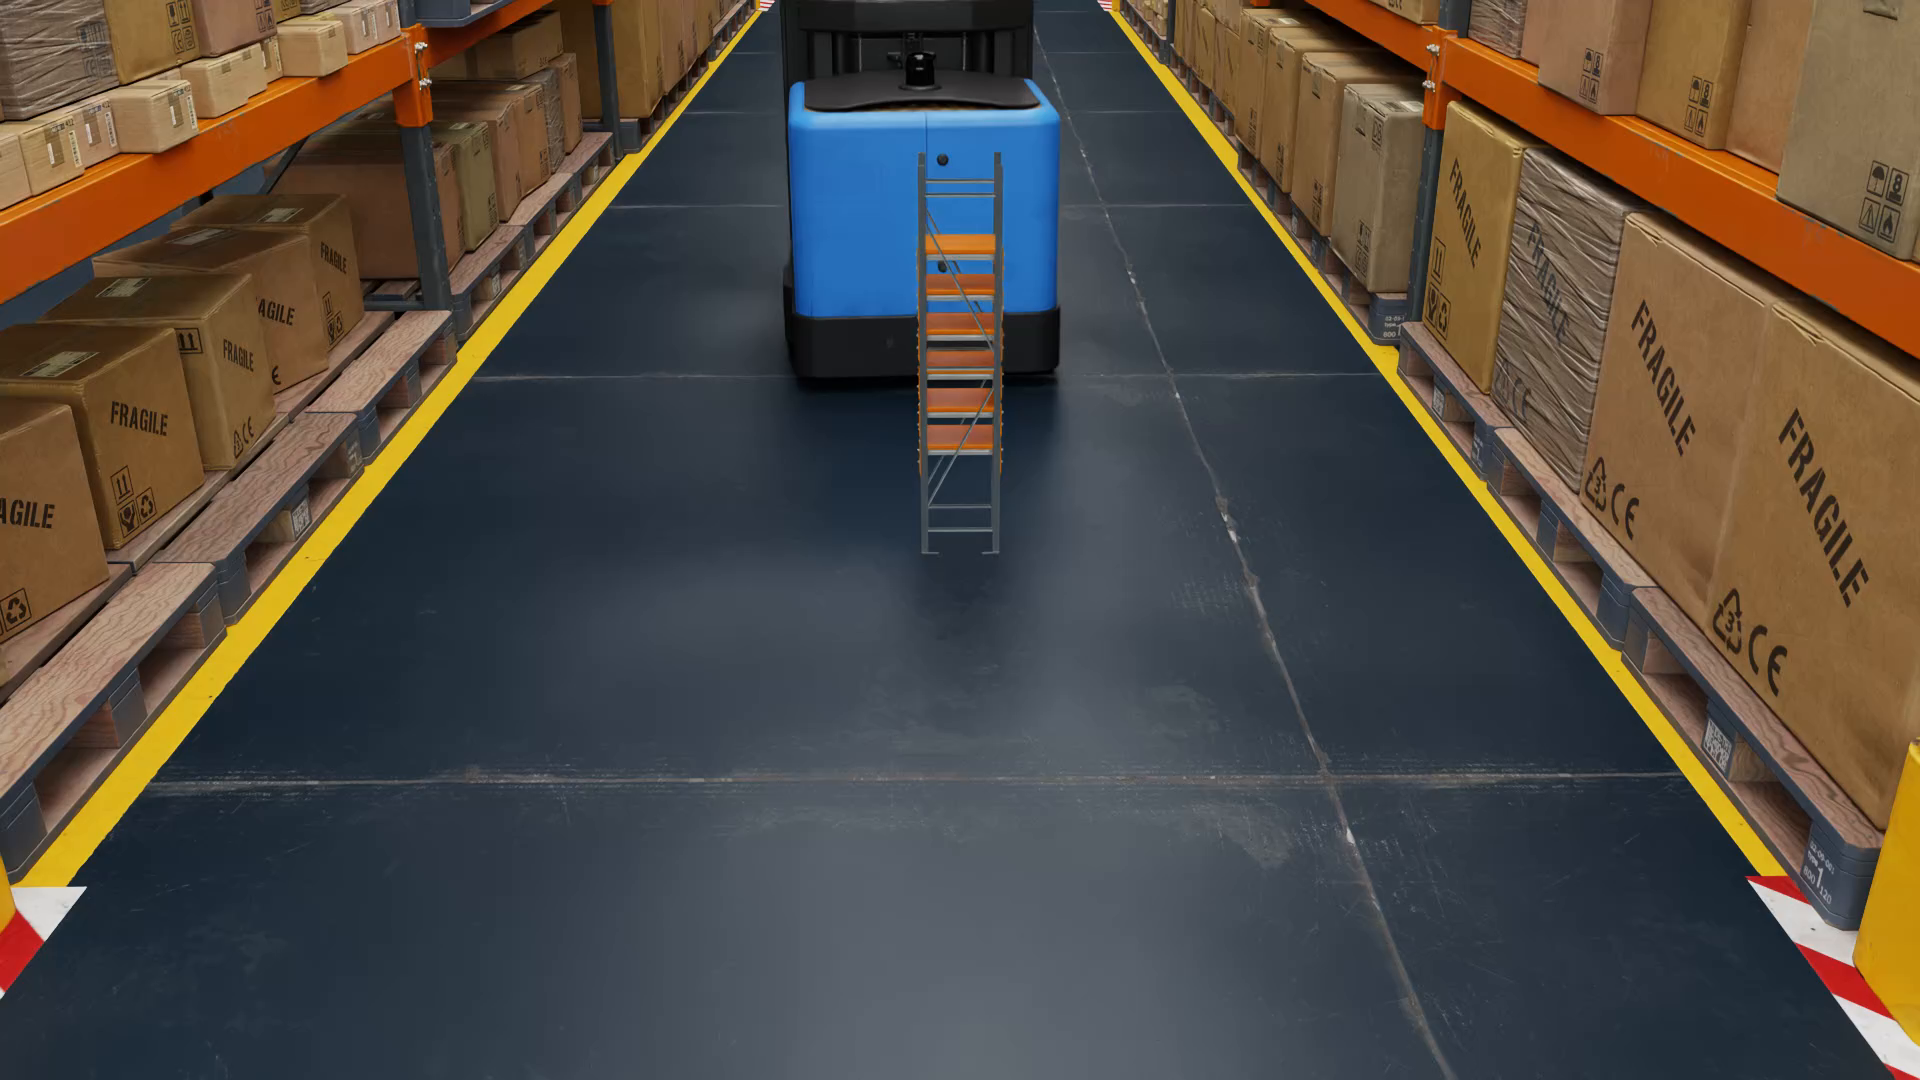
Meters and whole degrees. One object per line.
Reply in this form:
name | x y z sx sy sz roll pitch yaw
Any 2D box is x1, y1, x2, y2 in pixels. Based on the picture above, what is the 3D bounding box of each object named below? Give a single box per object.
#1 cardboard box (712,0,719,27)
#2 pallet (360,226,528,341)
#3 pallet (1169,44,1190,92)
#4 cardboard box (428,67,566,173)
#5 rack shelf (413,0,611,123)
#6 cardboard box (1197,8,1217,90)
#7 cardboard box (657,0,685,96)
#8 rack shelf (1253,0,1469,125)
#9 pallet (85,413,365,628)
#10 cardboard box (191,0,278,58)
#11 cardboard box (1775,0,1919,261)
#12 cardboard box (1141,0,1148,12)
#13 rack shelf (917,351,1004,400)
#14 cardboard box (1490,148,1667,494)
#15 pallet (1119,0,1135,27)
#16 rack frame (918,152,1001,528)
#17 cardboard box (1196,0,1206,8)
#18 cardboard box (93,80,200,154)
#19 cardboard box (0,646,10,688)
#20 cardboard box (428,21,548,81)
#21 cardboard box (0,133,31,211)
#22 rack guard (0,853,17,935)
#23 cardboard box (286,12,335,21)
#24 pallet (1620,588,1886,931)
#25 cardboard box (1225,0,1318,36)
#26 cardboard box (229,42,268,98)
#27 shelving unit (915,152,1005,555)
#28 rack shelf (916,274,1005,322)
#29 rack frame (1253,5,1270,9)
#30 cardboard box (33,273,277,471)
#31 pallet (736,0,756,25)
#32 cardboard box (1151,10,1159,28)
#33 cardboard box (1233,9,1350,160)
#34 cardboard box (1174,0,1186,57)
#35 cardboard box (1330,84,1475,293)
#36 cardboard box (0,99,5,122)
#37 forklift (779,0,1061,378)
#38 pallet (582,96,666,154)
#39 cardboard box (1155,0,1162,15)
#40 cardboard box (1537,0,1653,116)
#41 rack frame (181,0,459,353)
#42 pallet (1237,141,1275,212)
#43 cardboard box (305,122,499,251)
cardboard box | -2.631 -4.935 14.590 0.875 0.875 0.875 0 24 -1
pallet | -2.626 -1.193 7.632 1.003 0.211 1.213 0 24 -1
pallet | 2.267 -3.829 13.459 1.003 0.211 1.213 0 24 -1
cardboard box | -2.614 -2.348 9.301 0.700 0.500 0.500 -2 24 -5
rack shelf | -2.638 -2.639 8.318 1.077 0.370 4.000 0 24 -1
cardboard box | 2.008 -3.526 11.930 0.500 0.500 0.500 -1 24 -3
cardboard box | -2.648 -3.666 11.785 1.225 0.875 0.875 0 24 0
rack shelf | 2.323 -2.620 8.275 1.077 0.370 4.000 0 24 -1
pallet | -2.557 -0.092 5.197 1.003 0.211 1.213 0 24 -1
cardboard box | -2.597 -1.726 4.945 0.875 0.500 0.500 0 24 -1
cardboard box | 2.311 -0.923 3.468 0.875 0.550 0.550 0 24 -1
cardboard box | 1.930 -5.106 15.849 0.380 0.149 0.250 0 24 -1
rack shelf | 0.000 -0.500 5.008 0.258 0.103 0.180 0 24 -1
cardboard box | 2.295 -0.716 5.261 0.875 0.875 0.875 0 24 0
pallet | 2.188 -5.431 17.003 1.003 0.211 1.213 0 24 -1
rack frame | -0.001 -0.578 5.073 0.240 1.200 0.006 0 24 -1
cardboard box | 2.011 -4.079 12.242 0.500 0.250 0.500 1 24 1
cardboard box | -2.257 -1.117 4.385 0.380 0.149 0.250 0 24 -1
cardboard box | -2.563 0.196 3.701 0.500 0.500 0.500 4 25 9
cardboard box | -2.607 -2.700 9.169 0.500 0.250 0.500 2 24 5
cardboard box | -2.332 -0.808 3.701 0.380 0.149 0.250 0 24 -1
rack guard | -2.573 0.613 3.288 1.175 0.500 0.348 0 24 -1
cardboard box | -2.384 -1.735 5.750 0.380 0.149 0.250 0 24 -1
pallet | 2.301 0.466 3.963 1.003 0.211 1.213 0 24 -1
cardboard box | 2.031 -3.446 10.844 0.500 0.250 0.500 -1 24 -2
cardboard box | -2.356 -1.426 5.067 0.380 0.149 0.250 0 24 -1
shelving unit | 0.000 -0.541 4.990 0.258 1.200 0.189 0 24 -1
rack shelf | 0.000 -0.719 4.909 0.258 0.103 0.180 0 24 -1
rack frame | 2.301 -3.772 9.949 1.000 3.000 0.127 0 24 -1
cardboard box | -2.553 -0.539 5.325 0.500 0.500 0.500 -2 24 -5
pallet | -2.660 -5.488 17.128 1.003 0.211 1.213 0 24 -1
cardboard box | 1.926 -4.688 14.926 0.380 0.149 0.250 -1 24 -2
cardboard box | 2.218 -2.687 9.771 1.050 0.750 0.750 -1 24 -1
cardboard box | 2.000 -4.167 13.346 0.500 0.500 0.500 1 24 1
cardboard box | 2.248 -1.545 7.247 1.050 0.750 0.750 0 24 -1
cardboard box | -2.676 -1.108 3.577 0.875 0.500 0.500 0 24 -1
forklift | -0.250 -2.537 7.302 1.130 2.935 3.031 -2 24 -4
pallet | -2.593 -2.846 11.286 1.003 0.211 1.213 0 24 -1
cardboard box | 1.921 -4.688 14.564 0.380 0.149 0.250 -1 24 -3
cardboard box | 2.277 -1.590 4.944 0.875 0.550 0.550 0 24 -1
rack frame | -2.616 -2.143 6.348 1.000 3.000 0.127 0 24 -1
pallet | 2.234 -2.176 9.805 1.003 0.211 1.213 0 24 -1
cardboard box | -2.588 -1.654 7.767 0.700 0.500 0.500 0 24 -1
